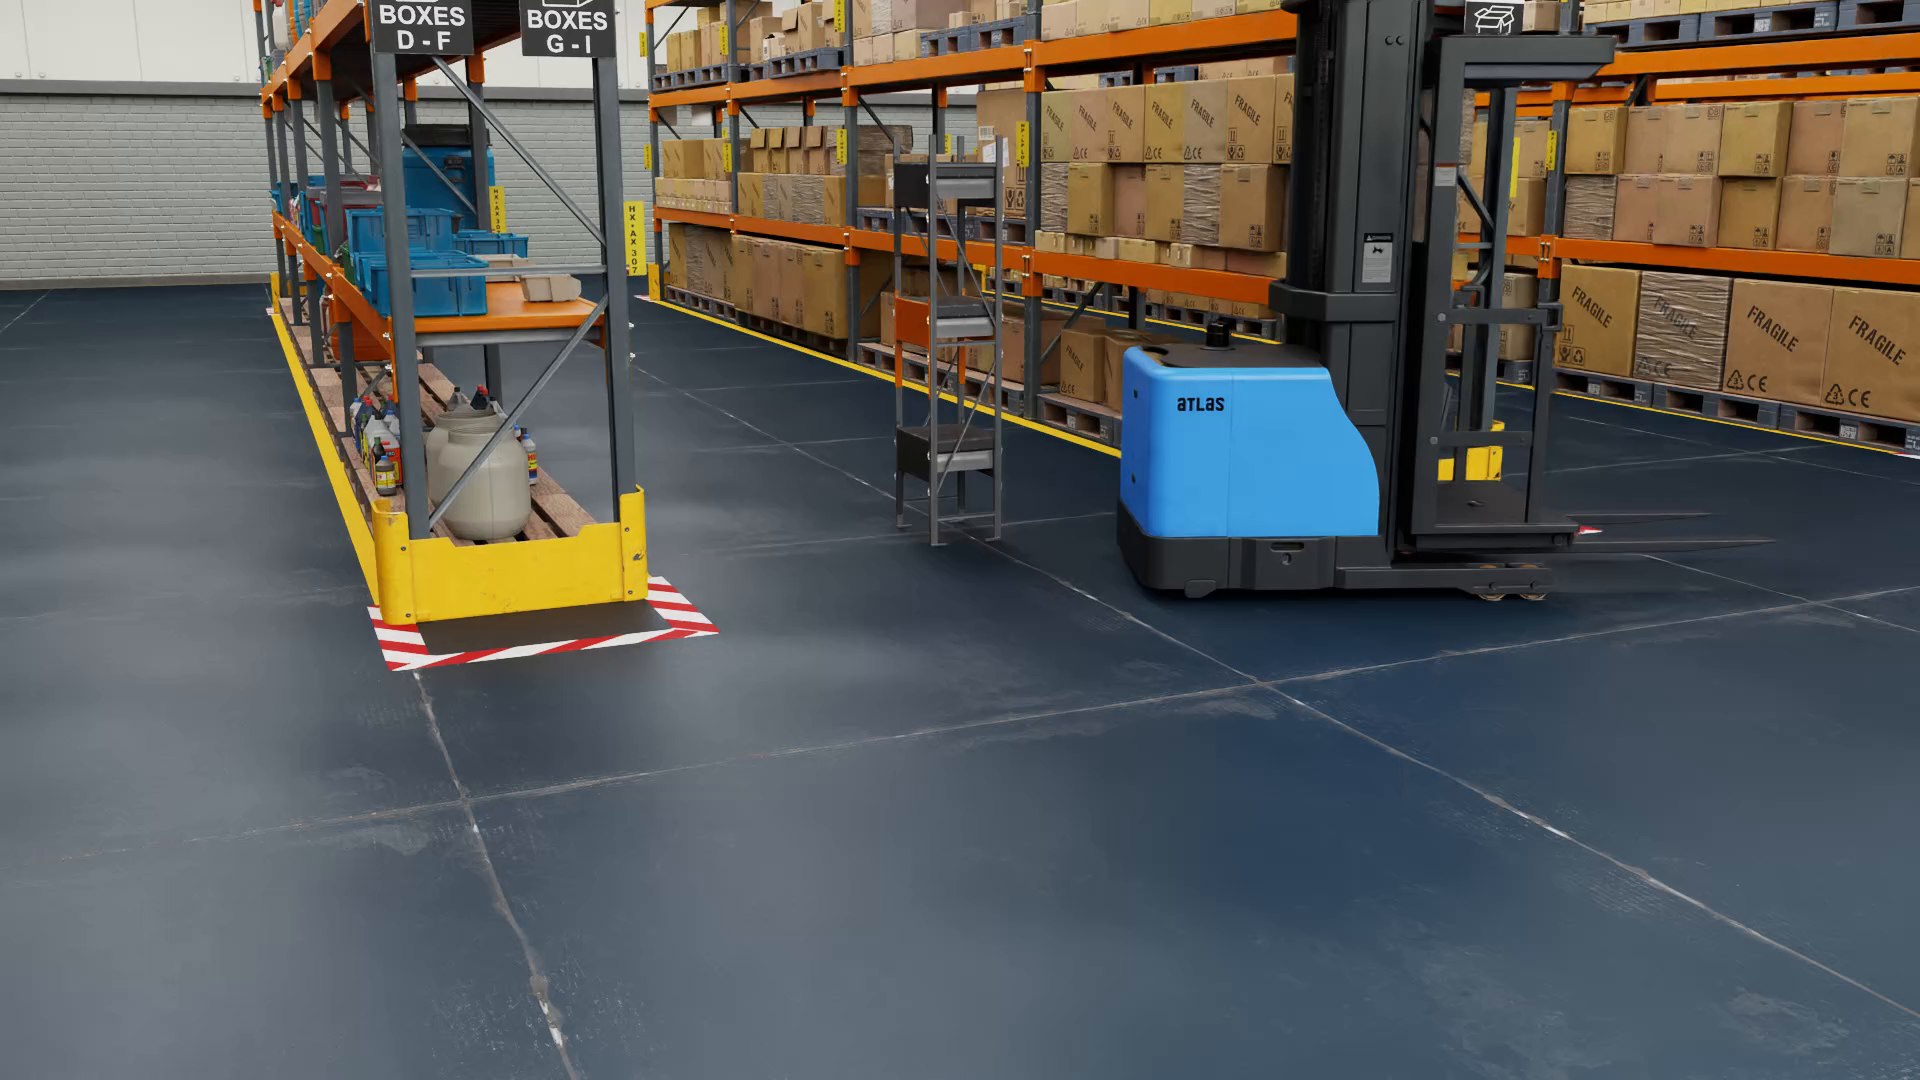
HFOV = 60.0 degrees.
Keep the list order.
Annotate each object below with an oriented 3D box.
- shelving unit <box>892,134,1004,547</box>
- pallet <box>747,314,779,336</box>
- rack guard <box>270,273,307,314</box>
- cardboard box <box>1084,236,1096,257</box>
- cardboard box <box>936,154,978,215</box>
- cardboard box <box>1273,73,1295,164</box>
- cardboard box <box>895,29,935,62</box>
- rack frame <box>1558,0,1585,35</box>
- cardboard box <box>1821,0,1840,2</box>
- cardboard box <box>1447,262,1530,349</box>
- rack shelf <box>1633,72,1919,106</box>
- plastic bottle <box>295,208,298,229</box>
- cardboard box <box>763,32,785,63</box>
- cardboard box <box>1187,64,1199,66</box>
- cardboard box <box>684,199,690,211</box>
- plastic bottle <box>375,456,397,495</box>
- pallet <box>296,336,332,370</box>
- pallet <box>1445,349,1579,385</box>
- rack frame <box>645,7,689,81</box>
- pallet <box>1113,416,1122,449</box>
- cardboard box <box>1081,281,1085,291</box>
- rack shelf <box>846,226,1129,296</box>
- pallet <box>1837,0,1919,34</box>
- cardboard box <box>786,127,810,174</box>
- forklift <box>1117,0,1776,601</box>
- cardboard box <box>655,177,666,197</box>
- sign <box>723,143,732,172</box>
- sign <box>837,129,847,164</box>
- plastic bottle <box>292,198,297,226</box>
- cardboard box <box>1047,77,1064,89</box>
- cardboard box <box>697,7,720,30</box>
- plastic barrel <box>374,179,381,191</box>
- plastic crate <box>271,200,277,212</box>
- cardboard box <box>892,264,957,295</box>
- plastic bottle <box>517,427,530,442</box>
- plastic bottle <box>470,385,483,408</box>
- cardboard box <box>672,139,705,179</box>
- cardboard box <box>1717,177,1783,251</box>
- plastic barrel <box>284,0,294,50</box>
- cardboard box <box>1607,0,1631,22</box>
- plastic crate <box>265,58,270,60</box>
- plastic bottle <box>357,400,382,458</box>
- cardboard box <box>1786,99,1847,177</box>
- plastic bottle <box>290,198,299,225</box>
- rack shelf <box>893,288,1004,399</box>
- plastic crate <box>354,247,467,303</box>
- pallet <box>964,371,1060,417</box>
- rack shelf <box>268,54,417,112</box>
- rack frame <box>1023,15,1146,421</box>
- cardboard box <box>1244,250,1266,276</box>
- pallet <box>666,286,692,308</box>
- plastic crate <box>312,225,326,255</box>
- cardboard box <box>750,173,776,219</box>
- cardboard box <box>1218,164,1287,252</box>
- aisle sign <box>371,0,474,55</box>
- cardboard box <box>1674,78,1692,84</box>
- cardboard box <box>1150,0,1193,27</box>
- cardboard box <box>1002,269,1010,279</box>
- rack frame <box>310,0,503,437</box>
[{"bbox_3d":[-0.066,-1.057,8.781,0.431,2.100,0.503,-6,14,-23],"label":"shelving unit"},{"bbox_3d":[-1.851,-2.577,19.536,1.003,0.211,1.213,-6,14,-23],"label":"pallet"},{"bbox_3d":[-8.392,-3.253,21.817,1.175,0.500,0.348,-6,14,-23],"label":"rack guard"},{"bbox_3d":[1.108,-2.089,11.799,0.380,0.149,0.250,-6,14,-23],"label":"cardboard box"},{"bbox_3d":[0.196,-3.040,14.192,0.797,0.503,0.637,-4,14,-17],"label":"cardboard box"},{"bbox_3d":[2.131,-2.381,9.406,0.500,0.500,0.500,-6,14,-23],"label":"cardboard box"},{"bbox_3d":[-0.252,-4.318,14.557,0.500,0.250,0.500,-5,14,-22],"label":"cardboard box"},{"bbox_3d":[5.560,-5.785,13.909,1.000,3.000,0.127,-6,14,-23],"label":"rack frame"},{"bbox_3d":[6.311,-3.877,11.719,0.380,0.149,0.250,-6,14,-24],"label":"cardboard box"},{"bbox_3d":[4.846,-2.291,16.173,1.050,0.750,0.750,-6,14,-23],"label":"cardboard box"},{"bbox_3d":[9.254,-4.854,18.135,1.077,0.370,4.000,-6,14,-23],"label":"rack shelf"},{"bbox_3d":[-6.407,-3.162,16.166,0.097,0.271,0.097,0,13,0],"label":"plastic bottle"},{"bbox_3d":[-1.873,-5.476,18.491,0.500,0.311,0.500,-6,14,-25],"label":"cardboard box"},{"bbox_3d":[2.854,-5.901,19.899,0.797,0.503,0.637,-6,14,-24],"label":"cardboard box"},{"bbox_3d":[-3.375,-4.371,21.662,0.380,0.149,0.250,-6,14,-24],"label":"cardboard box"},{"bbox_3d":[-3.098,-0.352,8.970,0.097,0.201,0.097,0,13,0],"label":"plastic bottle"},{"bbox_3d":[-6.004,-1.867,16.467,1.003,0.211,1.213,-6,14,-23],"label":"pallet"},{"bbox_3d":[5.182,-1.657,15.559,1.003,0.211,1.213,-6,14,-23],"label":"pallet"},{"bbox_3d":[-3.832,-7.837,22.775,1.000,3.000,0.127,-6,14,-23],"label":"rack frame"},{"bbox_3d":[1.769,-0.689,11.378,1.003,0.211,1.213,-6,14,-23],"label":"pallet"},{"bbox_3d":[1.859,-3.442,22.482,0.380,0.149,0.250,-5,14,-21],"label":"cardboard box"},{"bbox_3d":[0.174,-2.498,14.606,1.077,0.370,4.000,-6,14,-23],"label":"rack shelf"},{"bbox_3d":[6.856,-3.607,11.344,1.003,0.211,1.213,-6,14,-23],"label":"pallet"},{"bbox_3d":[-1.439,-4.225,18.024,0.797,0.503,0.637,-5,14,-21],"label":"cardboard box"},{"bbox_3d":[2.333,-1.265,7.836,3.031,2.935,1.130,-1,13,-3],"label":"forklift"},{"bbox_3d":[-3.887,-4.863,22.901,0.500,0.250,0.500,-6,14,-24],"label":"cardboard box"},{"bbox_3d":[-2.737,-4.498,19.557,0.100,0.325,0.005,-6,14,-23],"label":"sign"},{"bbox_3d":[-1.135,-3.775,15.960,0.100,0.325,0.005,-6,14,-23],"label":"sign"},{"bbox_3d":[-6.656,-3.286,16.675,0.061,0.283,0.133,-6,14,-23],"label":"plastic bottle"},{"bbox_3d":[1.518,-6.190,22.641,0.500,0.250,0.500,-6,14,-24],"label":"cardboard box"},{"bbox_3d":[-3.032,-6.625,21.152,0.500,0.250,0.500,-6,14,-25],"label":"cardboard box"},{"bbox_3d":[-4.558,-2.676,13.530,0.421,0.512,0.421,0,13,0],"label":"plastic barrel"},{"bbox_3d":[-8.248,-4.073,20.269,0.250,0.136,0.298,-6,14,-23],"label":"plastic crate"},{"bbox_3d":[-0.331,-2.488,15.872,0.500,0.250,0.500,-5,14,-21],"label":"cardboard box"},{"bbox_3d":[-2.476,-0.504,9.442,0.061,0.283,0.133,-5,14,-22],"label":"plastic bottle"},{"bbox_3d":[-3.041,-0.805,10.593,0.144,0.351,0.185,-6,14,-24],"label":"plastic bottle"},{"bbox_3d":[-3.474,-5.018,21.910,0.500,0.500,0.500,-6,14,-24],"label":"cardboard box"},{"bbox_3d":[6.373,-2.526,12.799,0.875,0.550,0.500,-6,14,-23],"label":"cardboard box"},{"bbox_3d":[-5.035,-4.331,13.165,0.600,0.901,0.600,0,13,0],"label":"plastic barrel"},{"bbox_3d":[5.500,-4.295,13.529,0.380,0.149,0.250,-6,14,-23],"label":"cardboard box"},{"bbox_3d":[-7.425,-5.180,18.317,0.416,0.233,0.300,-6,14,-23],"label":"plastic crate"},{"bbox_3d":[-3.544,-0.668,10.005,0.144,0.351,0.185,-6,14,-25],"label":"plastic bottle"},{"bbox_3d":[6.645,-2.949,12.230,0.875,0.550,0.550,-6,14,-23],"label":"cardboard box"},{"bbox_3d":[-6.785,-3.375,17.074,0.152,0.276,0.135,-6,14,-23],"label":"plastic bottle"},{"bbox_3d":[-0.066,-1.044,8.784,0.431,0.518,0.480,-6,14,-23],"label":"rack shelf"},{"bbox_3d":[-2.690,-1.300,8.165,0.499,0.251,0.408,-6,14,-23],"label":"plastic crate"},{"bbox_3d":[0.662,-1.237,13.749,1.003,0.211,1.213,-6,14,-23],"label":"pallet"},{"bbox_3d":[-5.967,-4.338,15.906,1.077,0.370,4.000,-6,14,-23],"label":"rack shelf"},{"bbox_3d":[0.975,-2.435,12.740,1.000,3.000,0.127,-6,14,-23],"label":"rack frame"},{"bbox_3d":[1.941,-1.678,10.027,0.380,0.149,0.250,-6,14,-23],"label":"cardboard box"},{"bbox_3d":[-3.440,-3.398,23.083,1.003,0.211,1.213,-6,14,-23],"label":"pallet"},{"bbox_3d":[-4.519,-2.219,12.275,0.450,0.188,0.662,-6,14,-23],"label":"plastic crate"},{"bbox_3d":[-2.072,-3.915,18.913,0.500,0.500,0.500,-6,14,-23],"label":"cardboard box"},{"bbox_3d":[2.072,-2.011,10.025,0.875,0.500,0.500,-6,14,-23],"label":"cardboard box"},{"bbox_3d":[-2.204,-2.386,6.763,0.394,0.787,0.004,-6,14,-23],"label":"aisle sign"},{"bbox_3d":[8.526,-5.420,19.279,0.396,0.266,0.258,-6,14,-23],"label":"cardboard box"},{"bbox_3d":[1.545,-3.387,10.531,0.500,0.250,0.500,-6,14,-24],"label":"cardboard box"},{"bbox_3d":[0.850,-3.973,24.777,0.380,0.149,0.250,-6,14,-23],"label":"cardboard box"},{"bbox_3d":[-3.563,-1.988,10.807,1.000,3.000,0.127,-6,14,-23],"label":"rack frame"}]
